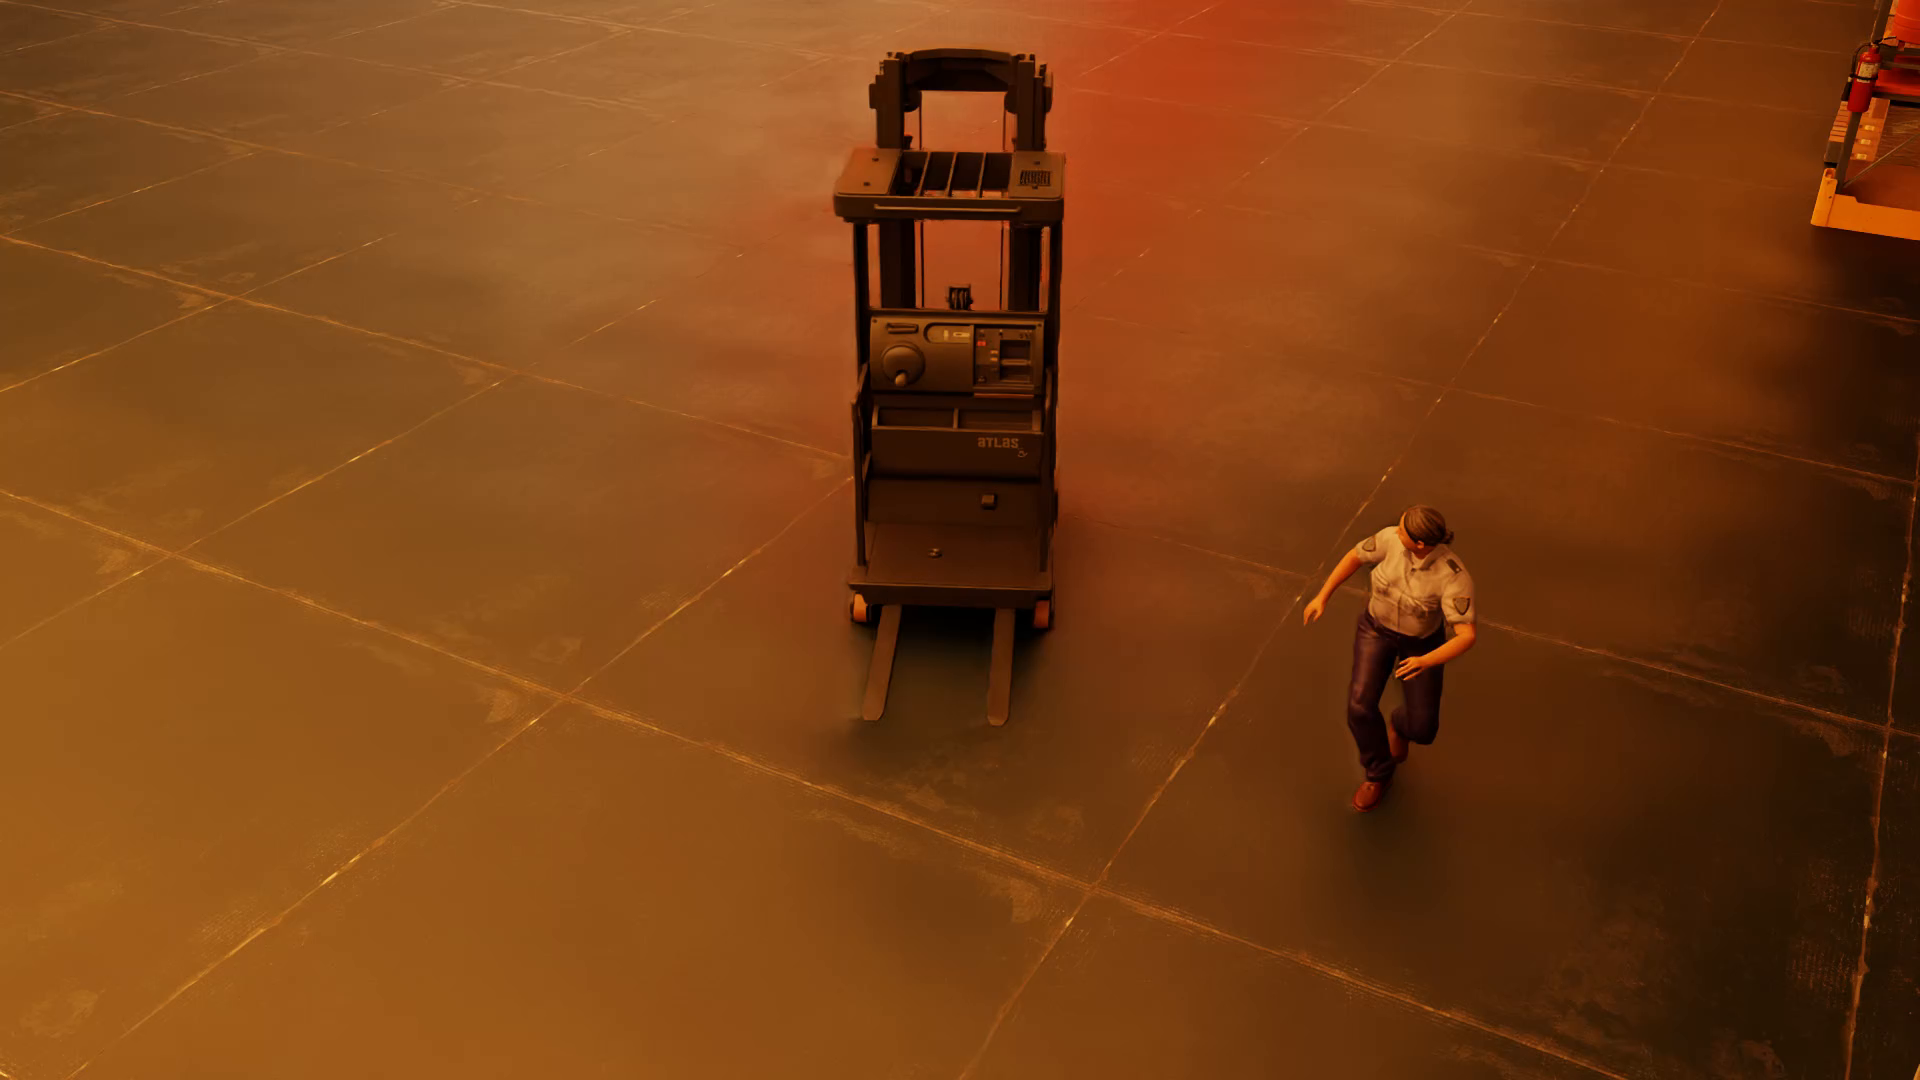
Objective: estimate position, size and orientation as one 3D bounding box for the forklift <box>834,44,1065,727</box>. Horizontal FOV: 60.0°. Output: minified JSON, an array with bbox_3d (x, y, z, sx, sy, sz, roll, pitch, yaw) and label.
[{"bbox_3d":[-0.028,-0.947,8.712,1.130,2.935,3.031,2,30,3],"label":"forklift"}]

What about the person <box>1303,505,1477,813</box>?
[{"bbox_3d":[1.943,0.499,7.631,0.817,1.522,0.807,16,34,25],"label":"person"}]
